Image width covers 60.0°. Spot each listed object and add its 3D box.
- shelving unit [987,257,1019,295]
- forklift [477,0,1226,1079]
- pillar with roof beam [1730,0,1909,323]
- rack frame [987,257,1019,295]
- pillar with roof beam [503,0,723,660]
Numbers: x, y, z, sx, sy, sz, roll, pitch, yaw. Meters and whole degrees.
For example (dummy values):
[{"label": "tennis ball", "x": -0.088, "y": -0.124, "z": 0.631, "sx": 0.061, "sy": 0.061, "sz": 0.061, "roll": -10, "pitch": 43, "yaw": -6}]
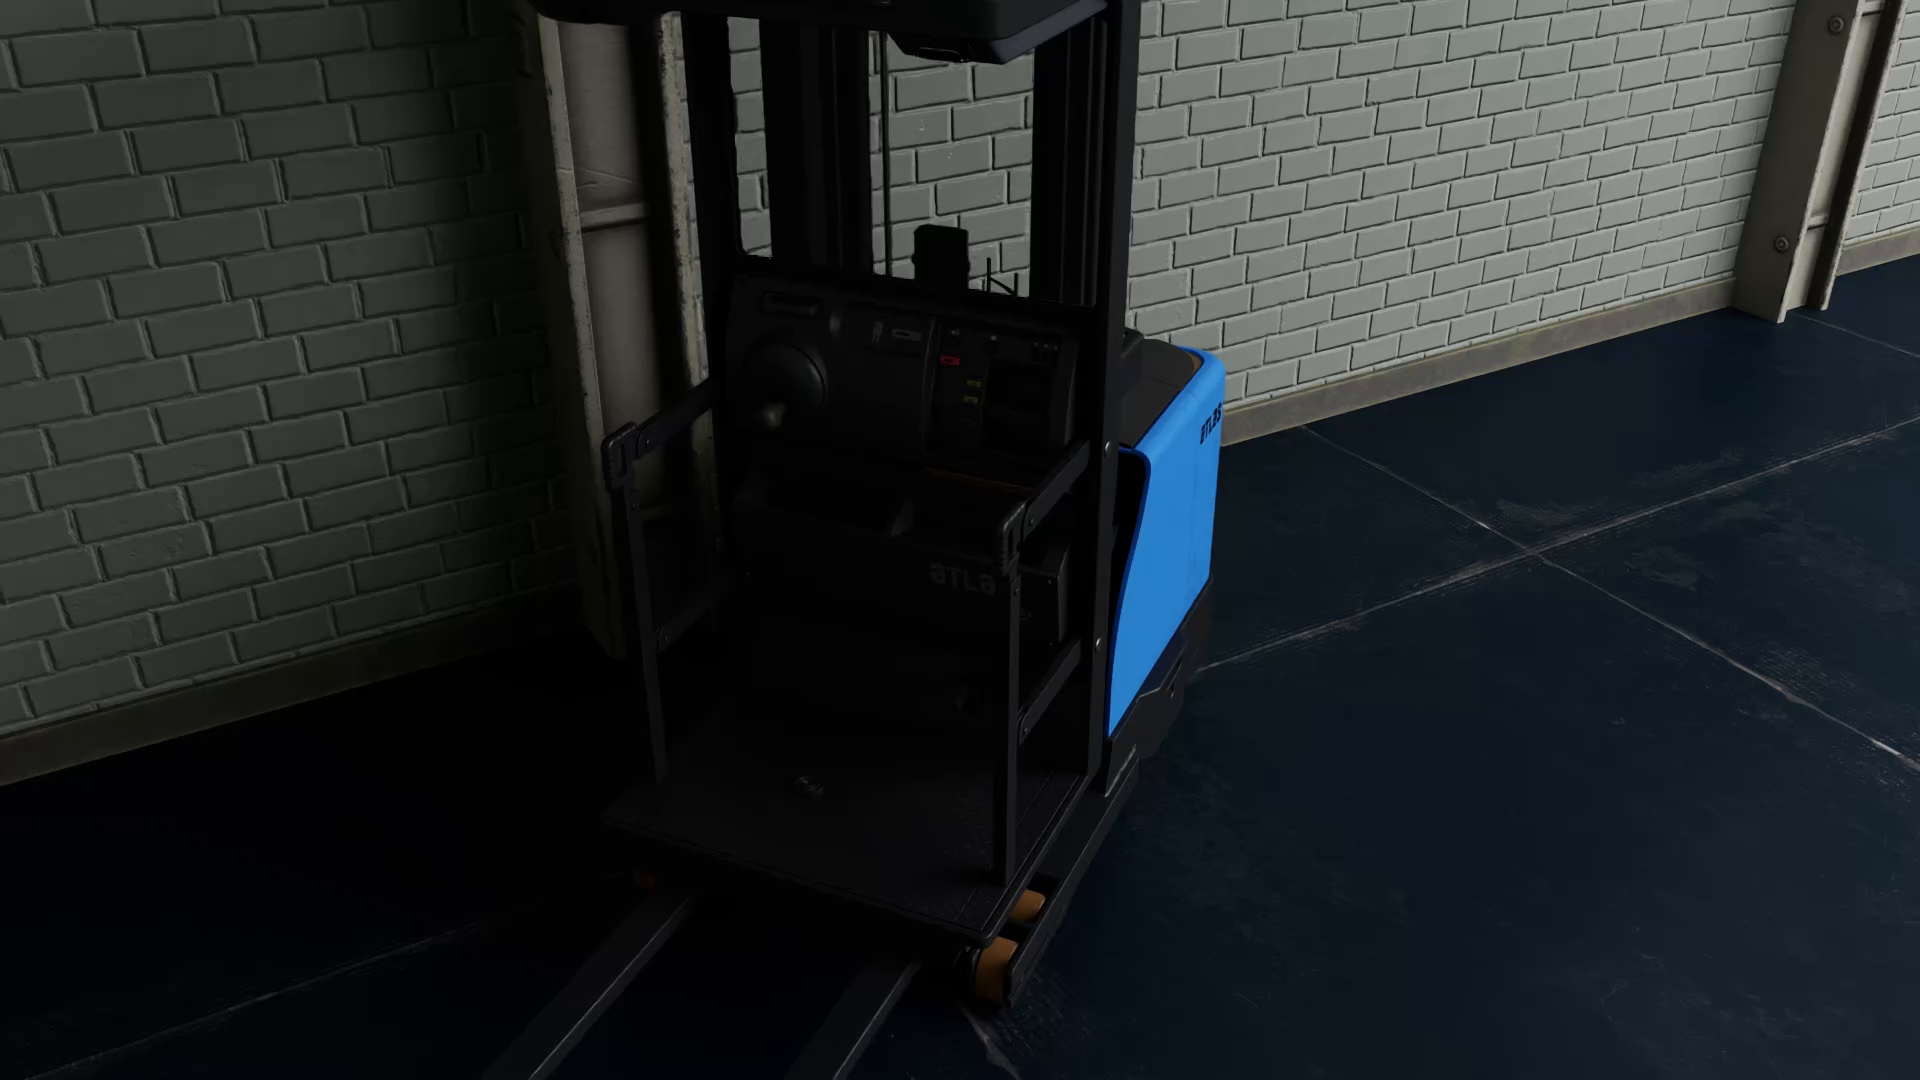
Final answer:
[{"label": "shelving unit", "x": 0.046, "y": -0.473, "z": 6.020, "sx": 0.252, "sy": 1.050, "sz": 0.215, "roll": -16, "pitch": 33, "yaw": -26}, {"label": "forklift", "x": -0.239, "y": -0.364, "z": 3.875, "sx": 1.130, "sy": 2.935, "sz": 3.031, "roll": 12, "pitch": 31, "yaw": 21}, {"label": "pillar with roof beam", "x": 6.295, "y": -3.326, "z": 2.964, "sx": 0.400, "sy": 9.000, "sz": 9.100, "roll": -16, "pitch": 33, "yaw": -26}, {"label": "rack frame", "x": 0.151, "y": -0.503, "z": 6.074, "sx": 0.008, "sy": 1.050, "sz": 0.200, "roll": -16, "pitch": 33, "yaw": -26}, {"label": "pillar with roof beam", "x": 1.122, "y": -1.858, "z": 0.303, "sx": 0.400, "sy": 9.000, "sz": 9.100, "roll": -16, "pitch": 33, "yaw": -26}]
